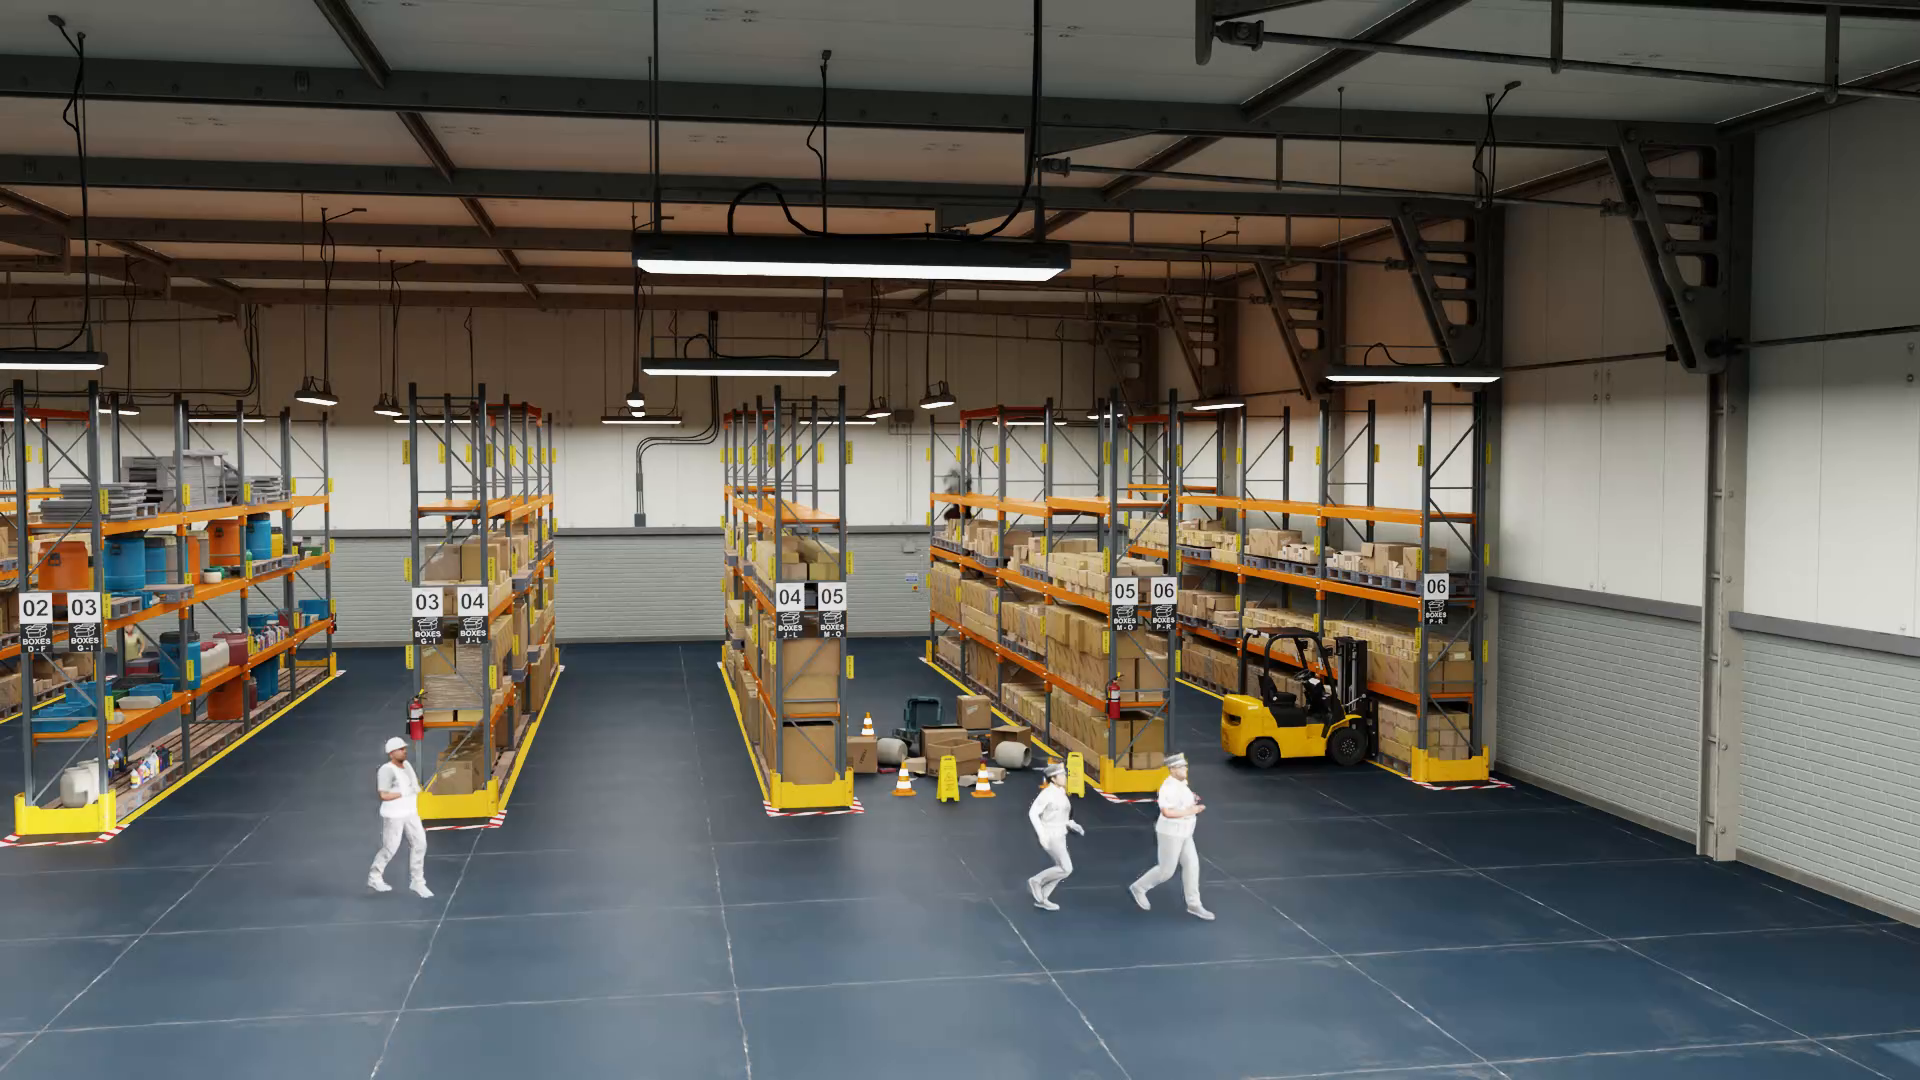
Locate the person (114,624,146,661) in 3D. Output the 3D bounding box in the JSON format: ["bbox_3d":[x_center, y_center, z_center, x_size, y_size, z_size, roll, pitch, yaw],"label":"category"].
[{"bbox_3d":[-16.884,2.477,33.831,0.579,1.641,0.731,-1,3,-26],"label":"person"}]

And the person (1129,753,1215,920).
[{"bbox_3d":[2.306,3.177,18.016,0.950,1.774,0.682,2,3,31],"label":"person"}]

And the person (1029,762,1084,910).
[{"bbox_3d":[1.064,3.255,18.269,0.575,1.643,0.603,1,3,27],"label":"person"}]

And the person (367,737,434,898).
[{"bbox_3d":[-6.363,3.145,18.815,0.775,1.835,0.664,1,3,19],"label":"person"}]
